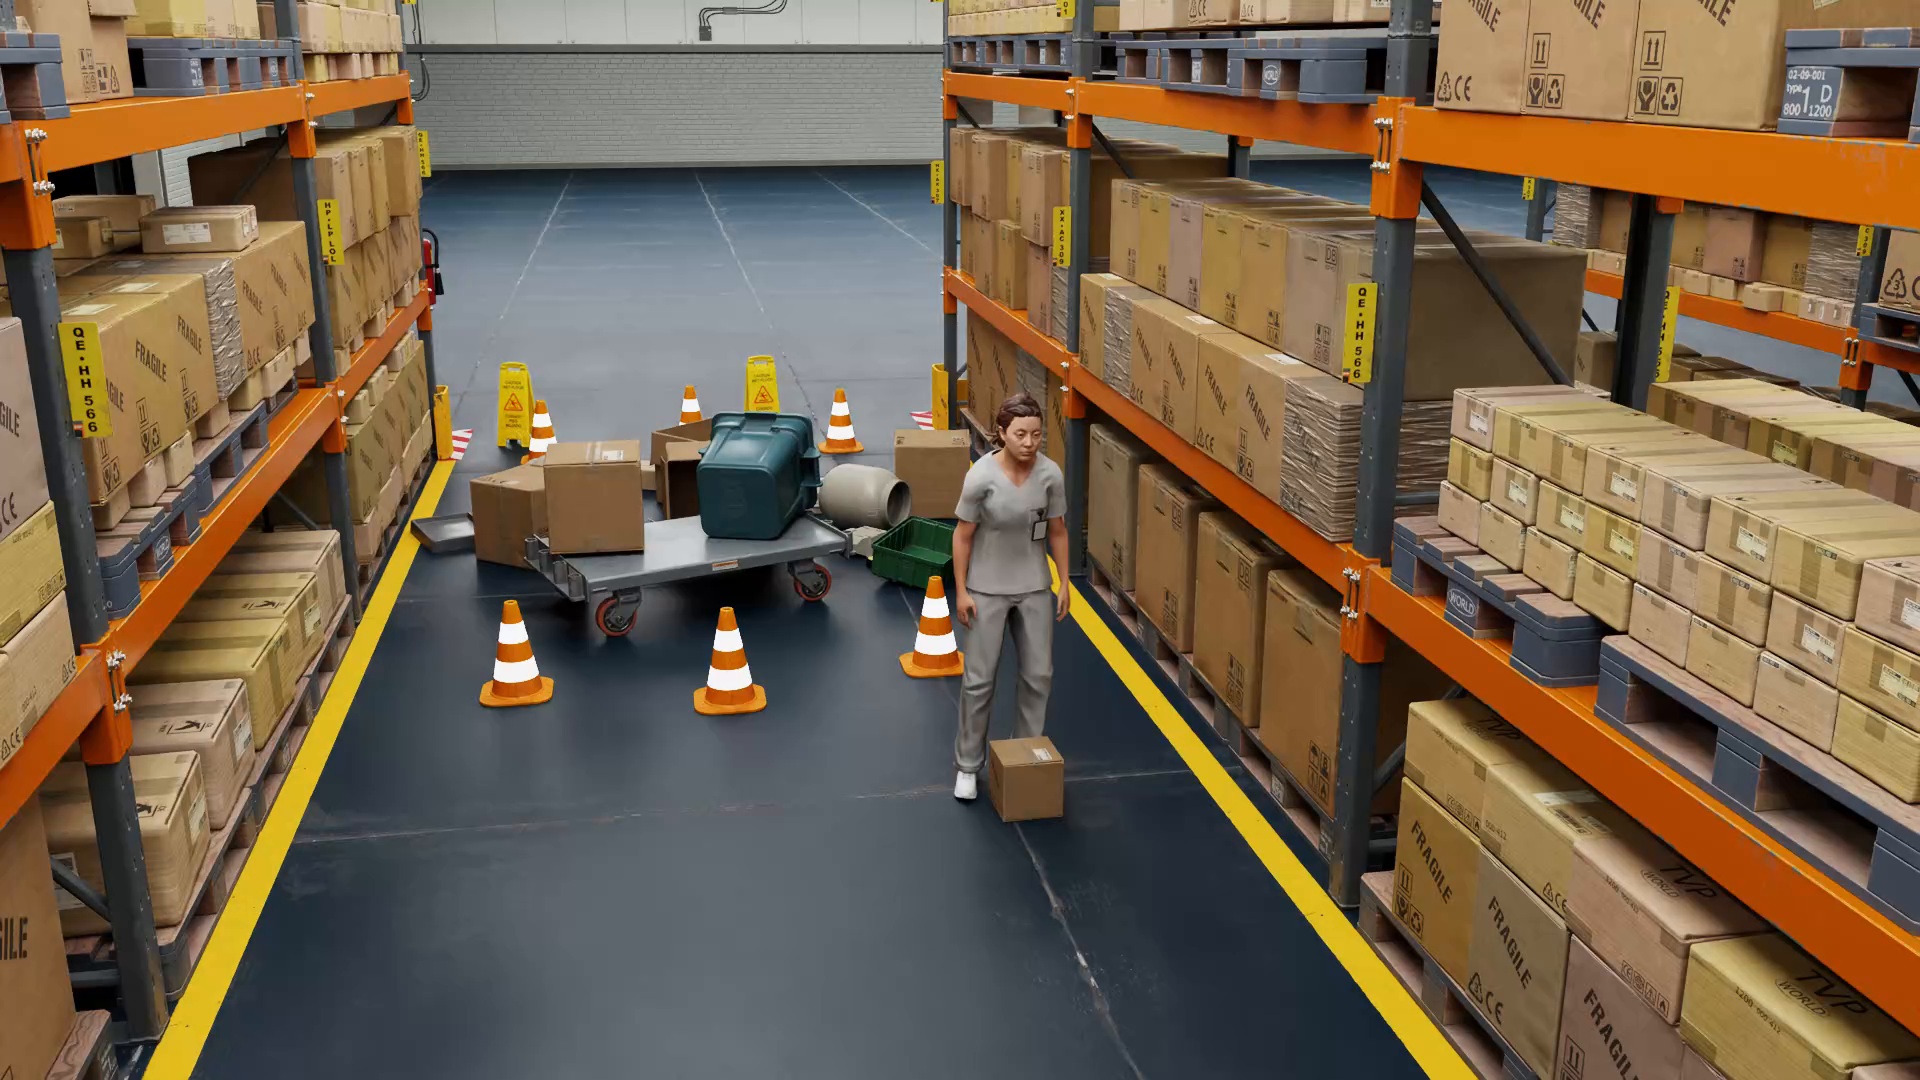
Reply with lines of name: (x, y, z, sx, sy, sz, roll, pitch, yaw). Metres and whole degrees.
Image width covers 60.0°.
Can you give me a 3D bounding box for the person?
person: (0.203, 0.221, 6.791, 0.514, 1.673, 0.353, -4, 17, -14)
